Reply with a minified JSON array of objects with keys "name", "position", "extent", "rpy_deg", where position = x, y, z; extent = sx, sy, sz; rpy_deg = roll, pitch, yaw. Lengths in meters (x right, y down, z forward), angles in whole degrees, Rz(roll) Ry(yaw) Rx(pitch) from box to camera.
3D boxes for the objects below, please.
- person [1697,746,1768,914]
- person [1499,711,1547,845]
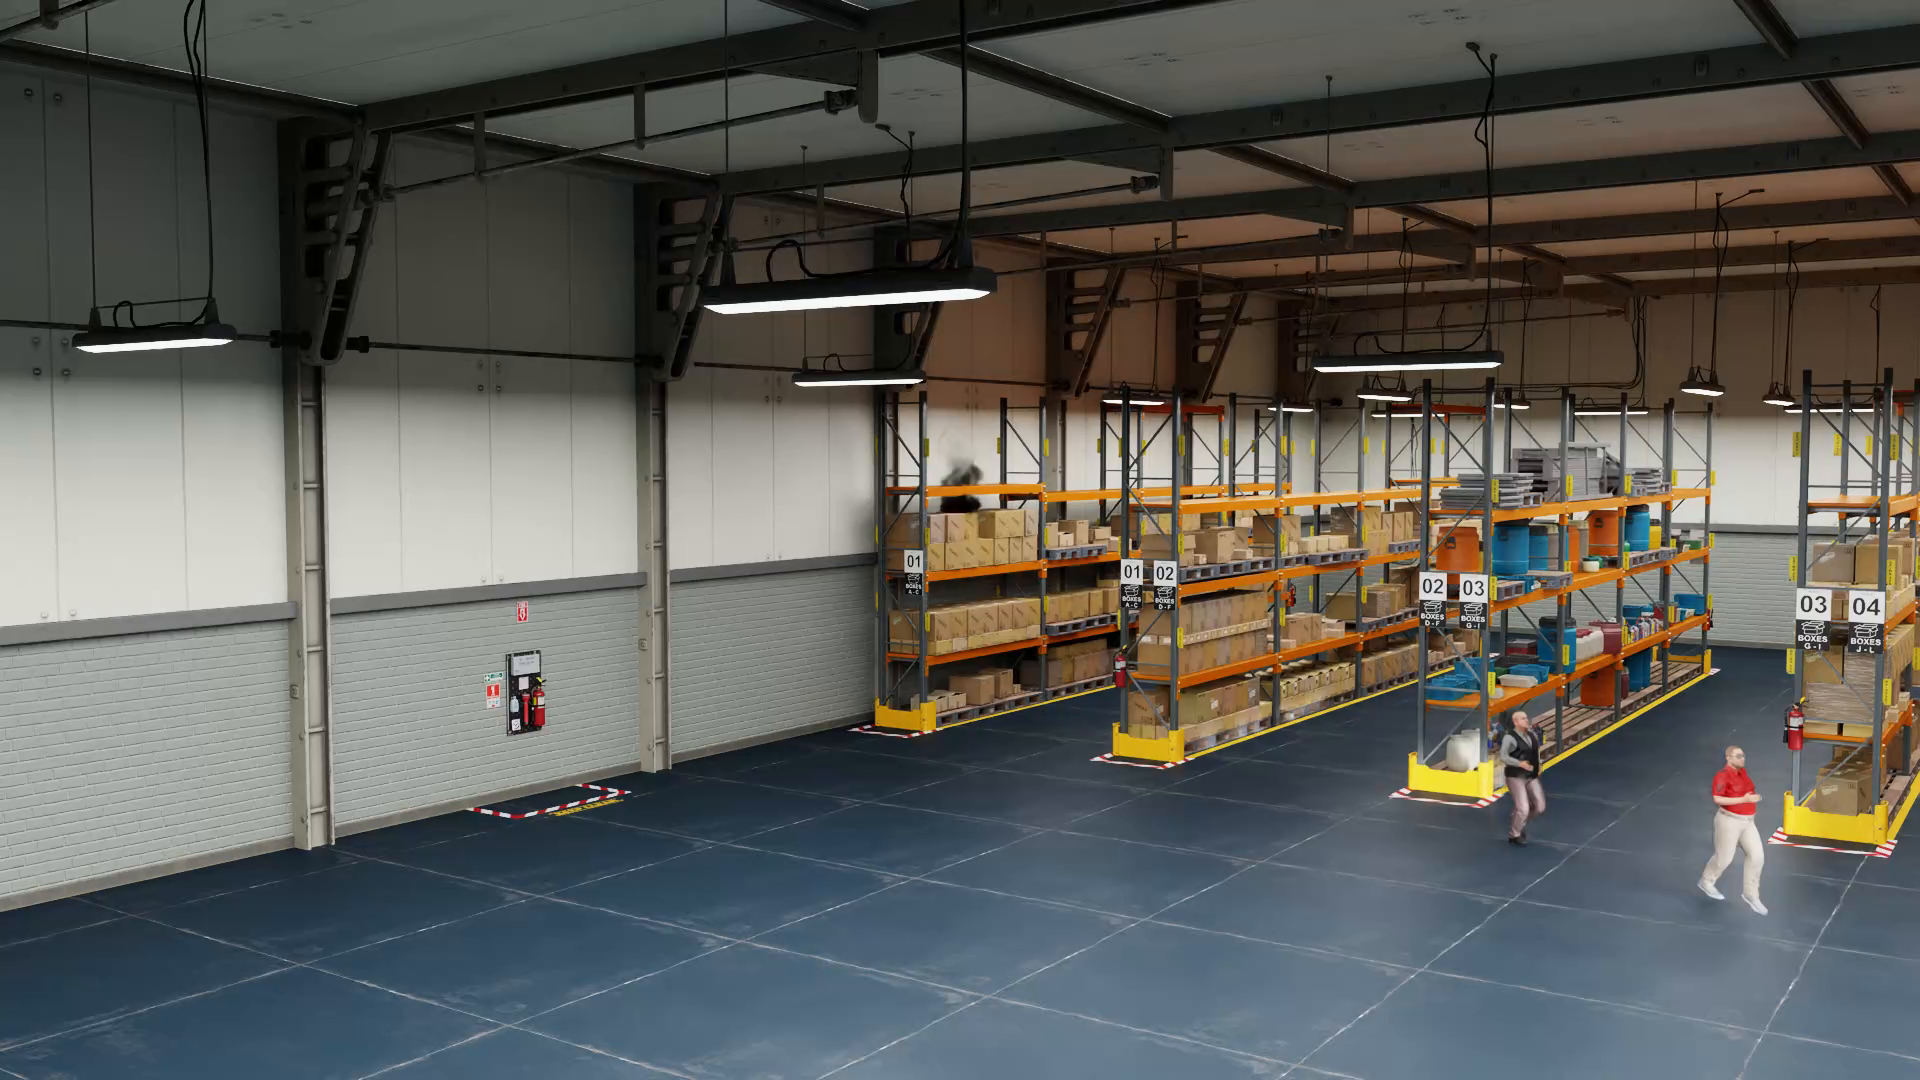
[{"name":"person","position":[8.426,3.134,18.109],"extent":[0.645,1.786,0.768],"rpy_deg":[-1,3,-24]},{"name":"person","position":[7.104,2.995,20.881],"extent":[0.651,1.675,0.583],"rpy_deg":[-1,3,-25]}]
